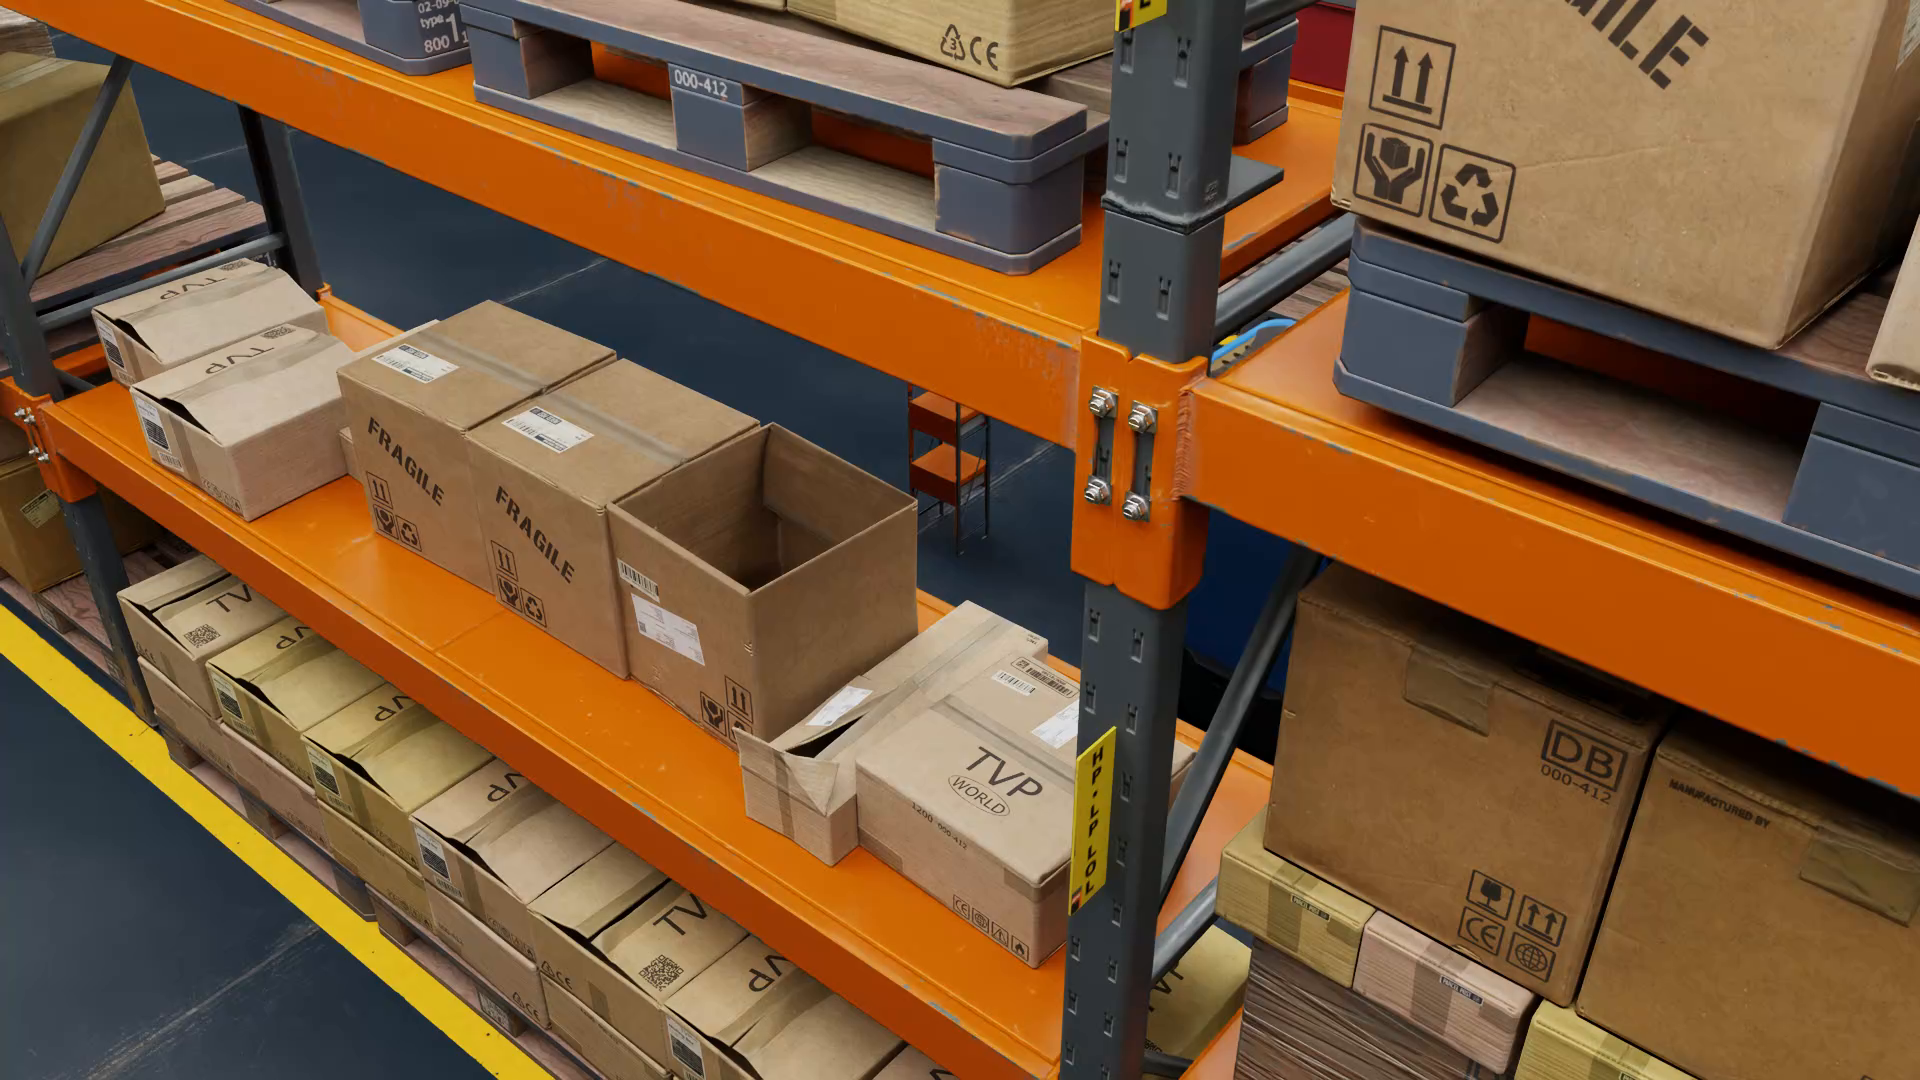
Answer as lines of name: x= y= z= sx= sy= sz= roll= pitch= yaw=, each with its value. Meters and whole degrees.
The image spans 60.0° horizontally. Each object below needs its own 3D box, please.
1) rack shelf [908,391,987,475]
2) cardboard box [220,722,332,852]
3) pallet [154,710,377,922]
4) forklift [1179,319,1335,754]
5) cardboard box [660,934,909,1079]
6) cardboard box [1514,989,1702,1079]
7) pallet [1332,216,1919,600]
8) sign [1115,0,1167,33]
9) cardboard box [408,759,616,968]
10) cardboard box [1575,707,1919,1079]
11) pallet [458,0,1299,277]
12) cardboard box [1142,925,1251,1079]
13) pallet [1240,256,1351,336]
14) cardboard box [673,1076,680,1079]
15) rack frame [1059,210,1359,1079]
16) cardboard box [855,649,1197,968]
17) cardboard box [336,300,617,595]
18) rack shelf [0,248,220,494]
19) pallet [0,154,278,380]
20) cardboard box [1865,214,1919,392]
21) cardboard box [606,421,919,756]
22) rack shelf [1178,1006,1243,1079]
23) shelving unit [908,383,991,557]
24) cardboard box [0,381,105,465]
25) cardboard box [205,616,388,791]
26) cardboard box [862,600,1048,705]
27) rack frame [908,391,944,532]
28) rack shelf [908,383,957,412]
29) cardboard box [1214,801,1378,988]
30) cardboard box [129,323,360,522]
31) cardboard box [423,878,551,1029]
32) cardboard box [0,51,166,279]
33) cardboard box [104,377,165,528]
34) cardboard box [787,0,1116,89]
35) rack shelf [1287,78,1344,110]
rack shelf: x=-0.041 y=-0.443 z=6.487 sx=0.240 sy=0.259 sz=0.215 roll=25 pitch=42 yaw=32
cardboard box: x=-1.931 y=0.645 z=5.220 sx=0.500 sy=0.250 sz=0.500 roll=24 pitch=41 yaw=31
pallet: x=-1.925 y=0.650 z=5.617 sx=1.213 sy=0.211 sz=1.003 roll=25 pitch=42 yaw=32
forklift: x=1.930 y=-0.389 z=4.728 sx=3.031 sy=2.935 sz=1.130 roll=27 pitch=43 yaw=34
cardboard box: x=-0.357 y=1.155 z=3.980 sx=0.500 sy=0.311 sz=0.500 roll=27 pitch=42 yaw=33
cardboard box: x=1.017 y=0.691 z=2.433 sx=0.250 sy=0.149 sz=0.380 roll=24 pitch=41 yaw=31
pallet: x=1.214 y=-0.268 z=1.920 sx=1.213 sy=0.211 sz=1.003 roll=25 pitch=42 yaw=32
sign: x=0.202 y=-0.706 z=1.744 sx=0.005 sy=0.325 sz=0.100 roll=25 pitch=42 yaw=32
cardboard box: x=-1.123 y=0.790 z=4.512 sx=0.500 sy=0.311 sz=0.500 roll=25 pitch=41 yaw=31
cardboard box: x=1.276 y=0.398 z=2.286 sx=0.500 sy=0.500 sz=0.700 roll=25 pitch=42 yaw=32
pallet: x=-0.145 y=-0.837 z=2.839 sx=1.217 sy=0.209 sz=0.805 roll=23 pitch=41 yaw=30
cardboard box: x=0.383 y=1.105 z=4.054 sx=0.500 sy=0.311 sz=0.500 roll=25 pitch=42 yaw=32
pallet: x=2.143 y=-1.080 z=8.135 sx=1.213 sy=0.211 sz=1.003 roll=25 pitch=42 yaw=32
cardboard box: x=-0.350 y=1.386 z=4.140 sx=0.500 sy=0.250 sz=0.500 roll=25 pitch=41 yaw=31
rack frame: x=0.541 y=0.634 z=3.177 sx=0.127 sy=3.000 sz=1.000 roll=25 pitch=42 yaw=32
cardboard box: x=0.135 y=0.536 z=3.452 sx=0.500 sy=0.250 sz=0.500 roll=28 pitch=43 yaw=35
cardboard box: x=-1.233 y=-0.255 z=4.384 sx=0.500 sy=0.500 sz=0.500 roll=23 pitch=41 yaw=29
rack shelf: x=-4.070 y=-1.243 z=6.545 sx=4.000 sy=0.370 sz=1.077 roll=25 pitch=42 yaw=32
pallet: x=-3.098 y=-0.951 z=5.654 sx=1.003 sy=0.211 sz=1.213 roll=25 pitch=42 yaw=32
cardboard box: x=1.175 y=-0.304 z=1.477 sx=0.500 sy=0.311 sz=0.500 roll=23 pitch=41 yaw=29
cardboard box: x=-0.443 y=0.117 z=3.842 sx=0.500 sy=0.500 sz=0.500 roll=29 pitch=44 yaw=35
rack shelf: x=2.079 y=1.655 z=2.326 sx=4.000 sy=0.370 sz=1.077 roll=25 pitch=42 yaw=32
shelving unit: x=-0.041 y=-0.452 z=6.481 sx=0.252 sy=1.050 sz=0.215 roll=25 pitch=42 yaw=32
cardboard box: x=-3.448 y=-0.530 z=6.029 sx=0.500 sy=0.250 sz=0.500 roll=27 pitch=43 yaw=33
cardboard box: x=-1.909 y=0.418 z=5.054 sx=0.500 sy=0.311 sz=0.500 roll=24 pitch=41 yaw=31
cardboard box: x=-0.009 y=0.328 z=3.845 sx=0.250 sy=0.149 sz=0.380 roll=25 pitch=42 yaw=32
rack frame: x=-0.135 y=-0.496 z=6.545 sx=0.008 sy=1.050 sz=0.200 roll=25 pitch=42 yaw=32
rack shelf: x=-0.041 y=-0.677 z=6.326 sx=0.240 sy=0.259 sz=0.215 roll=25 pitch=42 yaw=32
cardboard box: x=0.624 y=0.507 z=2.701 sx=0.250 sy=0.149 sz=0.380 roll=25 pitch=42 yaw=32
cardboard box: x=-1.969 y=-0.370 z=4.718 sx=0.500 sy=0.311 sz=0.500 roll=25 pitch=42 yaw=31
cardboard box: x=-1.134 y=1.016 z=4.678 sx=0.500 sy=0.250 sz=0.500 roll=26 pitch=42 yaw=33
cardboard box: x=-3.089 y=-1.208 z=5.400 sx=0.500 sy=0.500 sz=0.700 roll=12 pitch=36 yaw=17
cardboard box: x=-3.106 y=-0.442 z=6.564 sx=0.500 sy=0.500 sz=0.500 roll=24 pitch=41 yaw=30
cardboard box: x=0.074 y=-0.941 z=2.583 sx=0.500 sy=0.250 sz=0.500 roll=-29 pitch=44 yaw=-35
rack shelf: x=2.177 y=-1.948 z=7.572 sx=4.000 sy=0.370 sz=1.077 roll=25 pitch=42 yaw=32
